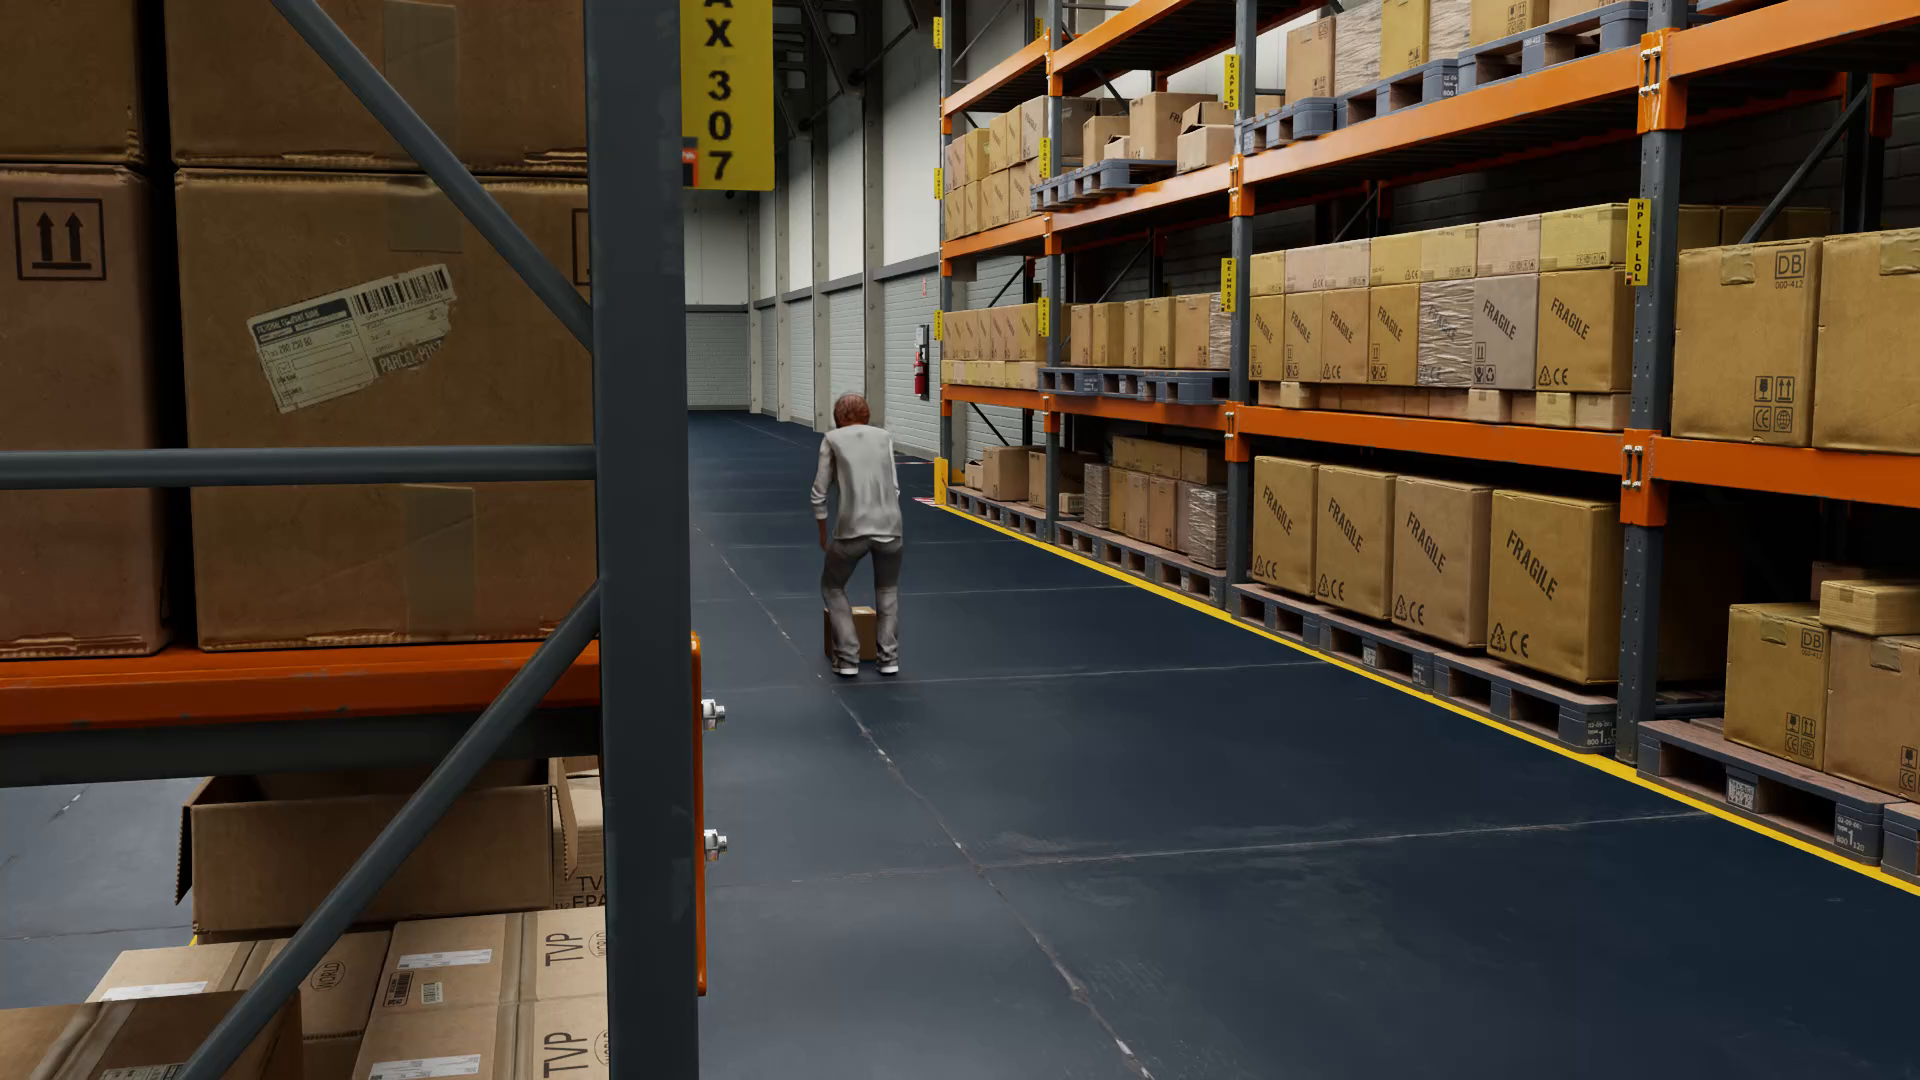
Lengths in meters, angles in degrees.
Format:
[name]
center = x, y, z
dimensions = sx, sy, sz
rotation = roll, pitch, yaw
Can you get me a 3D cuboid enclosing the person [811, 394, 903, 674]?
[person]
center = -0.518, 0.047, 8.443
dimensions = 0.456, 1.279, 0.560
rotation = -1, 7, -13
